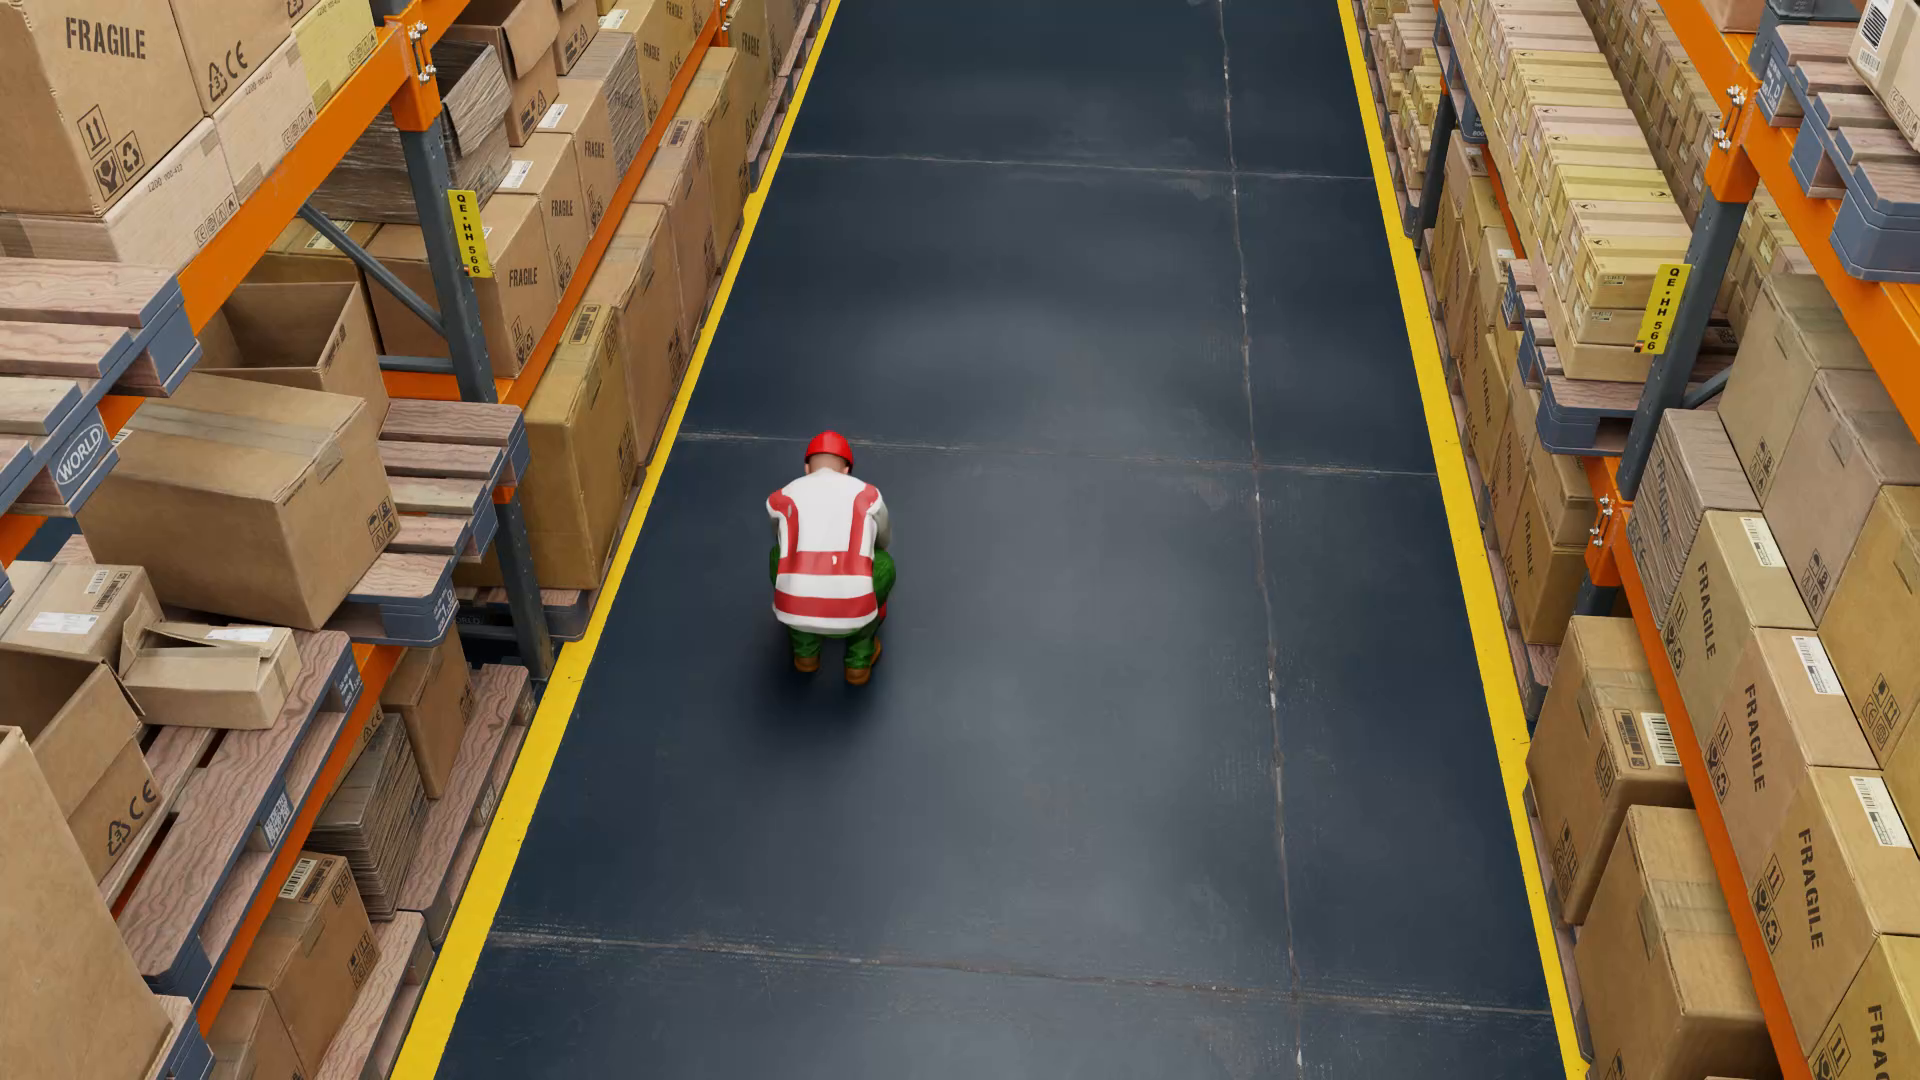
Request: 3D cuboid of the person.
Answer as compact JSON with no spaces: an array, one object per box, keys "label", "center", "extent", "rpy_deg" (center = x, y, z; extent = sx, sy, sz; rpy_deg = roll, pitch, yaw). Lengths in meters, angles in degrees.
[{"label":"person","center":[-0.528,0.124,6.836],"extent":[0.531,0.841,0.939],"rpy_deg":[2,40,3]}]
